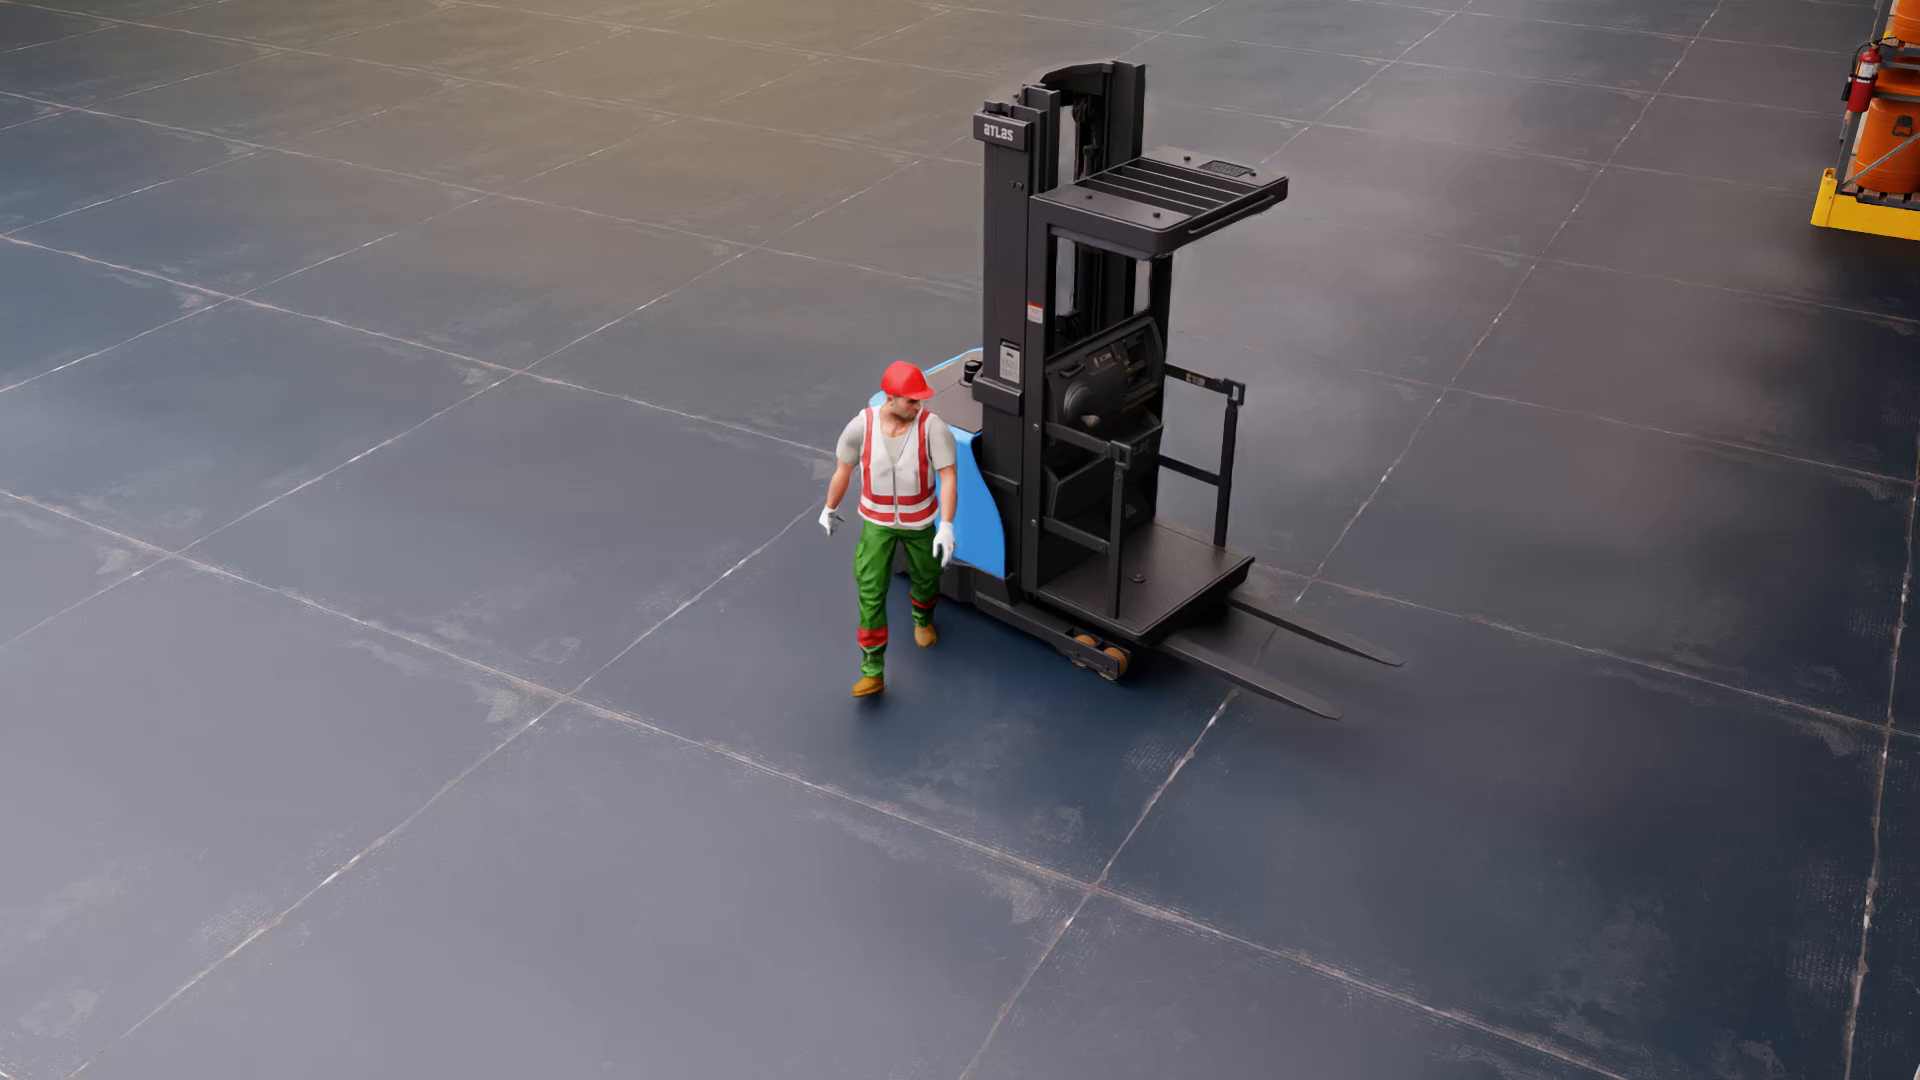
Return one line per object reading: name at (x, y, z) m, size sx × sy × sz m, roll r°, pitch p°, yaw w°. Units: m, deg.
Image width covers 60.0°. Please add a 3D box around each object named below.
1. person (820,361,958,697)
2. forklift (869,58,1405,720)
person at (-0.364, -0.063, 8.410) m, size 0.712 × 1.743 × 0.902 m, roll -1°, pitch 30°, yaw -1°
forklift at (0.916, -0.832, 8.512) m, size 3.031 × 2.935 × 1.130 m, roll 24°, pitch 38°, yaw 35°
